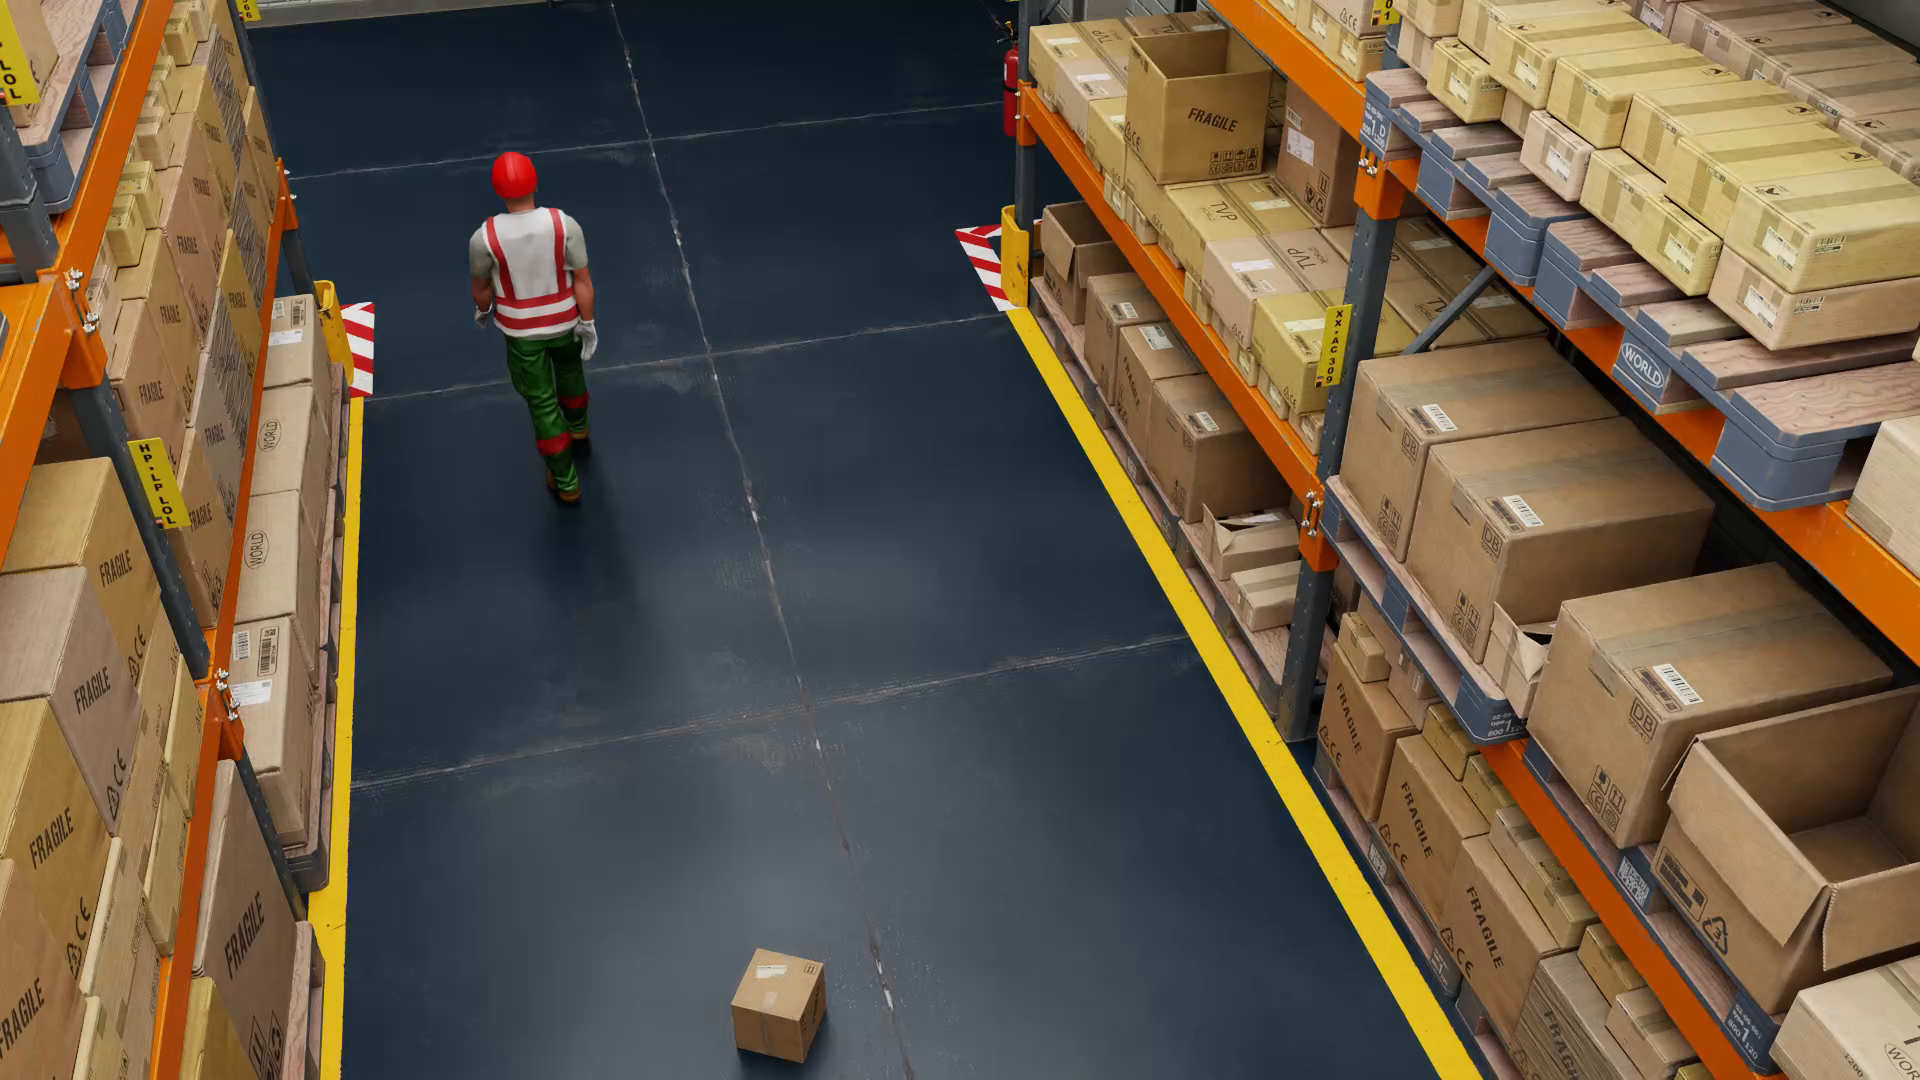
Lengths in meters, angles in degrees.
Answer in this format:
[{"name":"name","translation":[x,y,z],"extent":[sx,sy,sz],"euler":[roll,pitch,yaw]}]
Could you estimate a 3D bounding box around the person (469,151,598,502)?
[{"name":"person","translation":[-2.073,-1.095,8.093],"extent":[0.539,1.796,0.794],"euler":[-15,40,-19]}]
